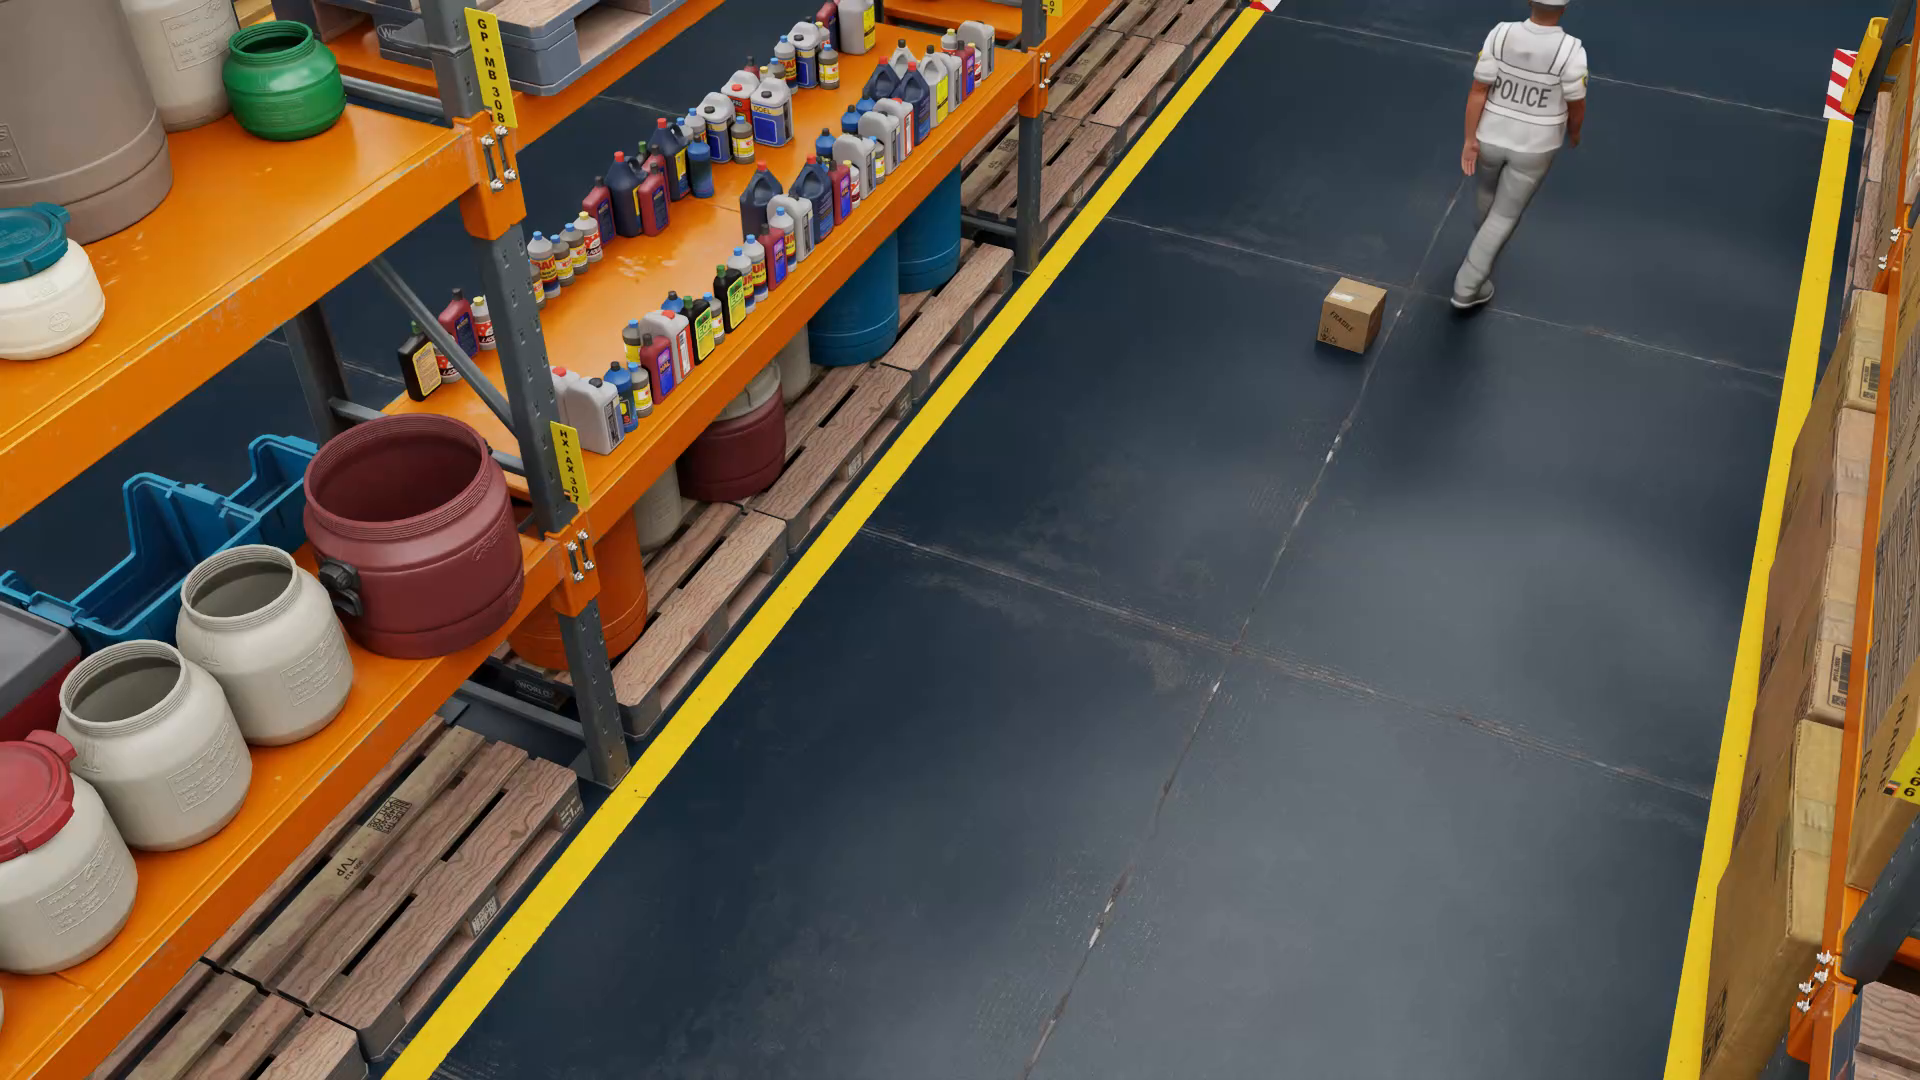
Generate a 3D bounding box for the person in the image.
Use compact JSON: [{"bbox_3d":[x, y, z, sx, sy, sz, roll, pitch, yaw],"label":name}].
[{"bbox_3d":[2.891,-2.104,8.478,0.531,1.724,1.007,29,49,28],"label":"person"}]
